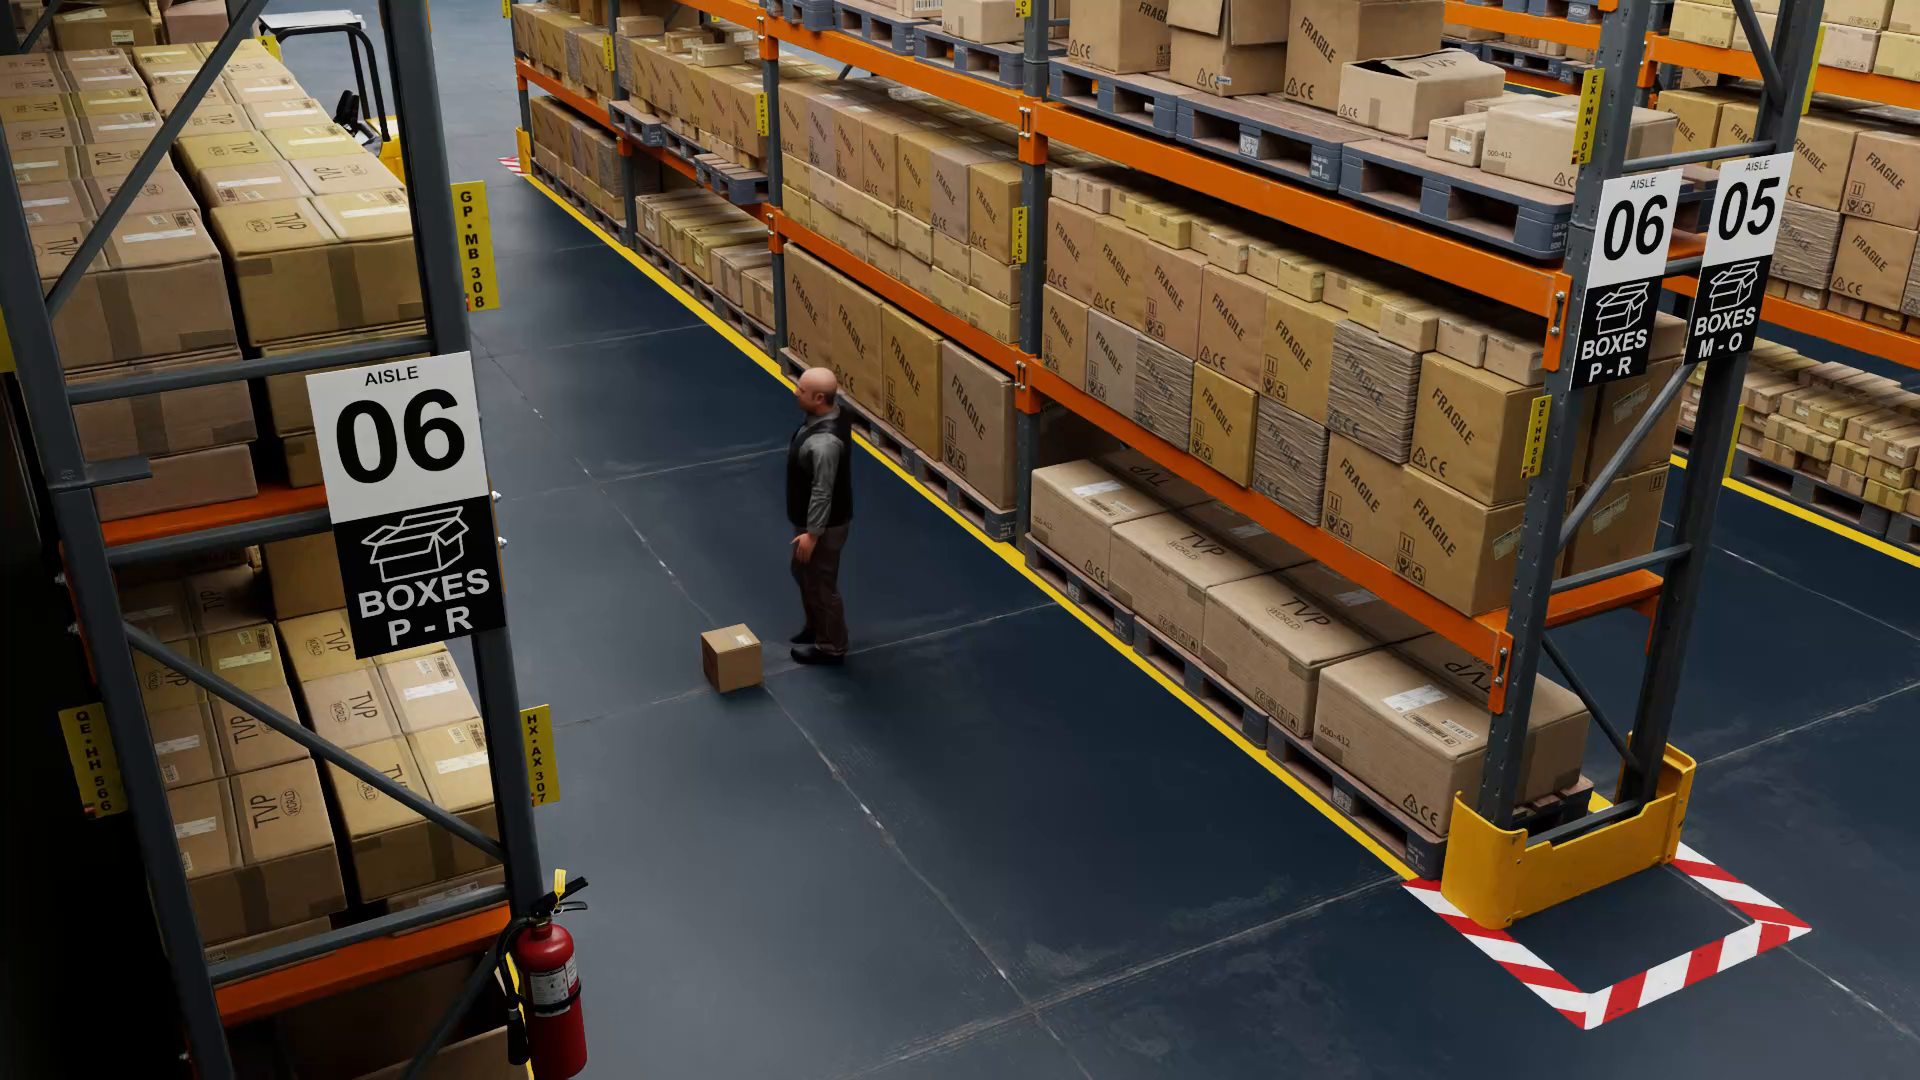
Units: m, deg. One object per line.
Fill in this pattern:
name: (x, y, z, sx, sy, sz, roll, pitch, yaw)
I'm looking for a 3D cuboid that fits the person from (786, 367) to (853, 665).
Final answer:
person: (-0.774, -0.093, 8.878, 0.415, 1.778, 0.611, -1, 25, -1)
